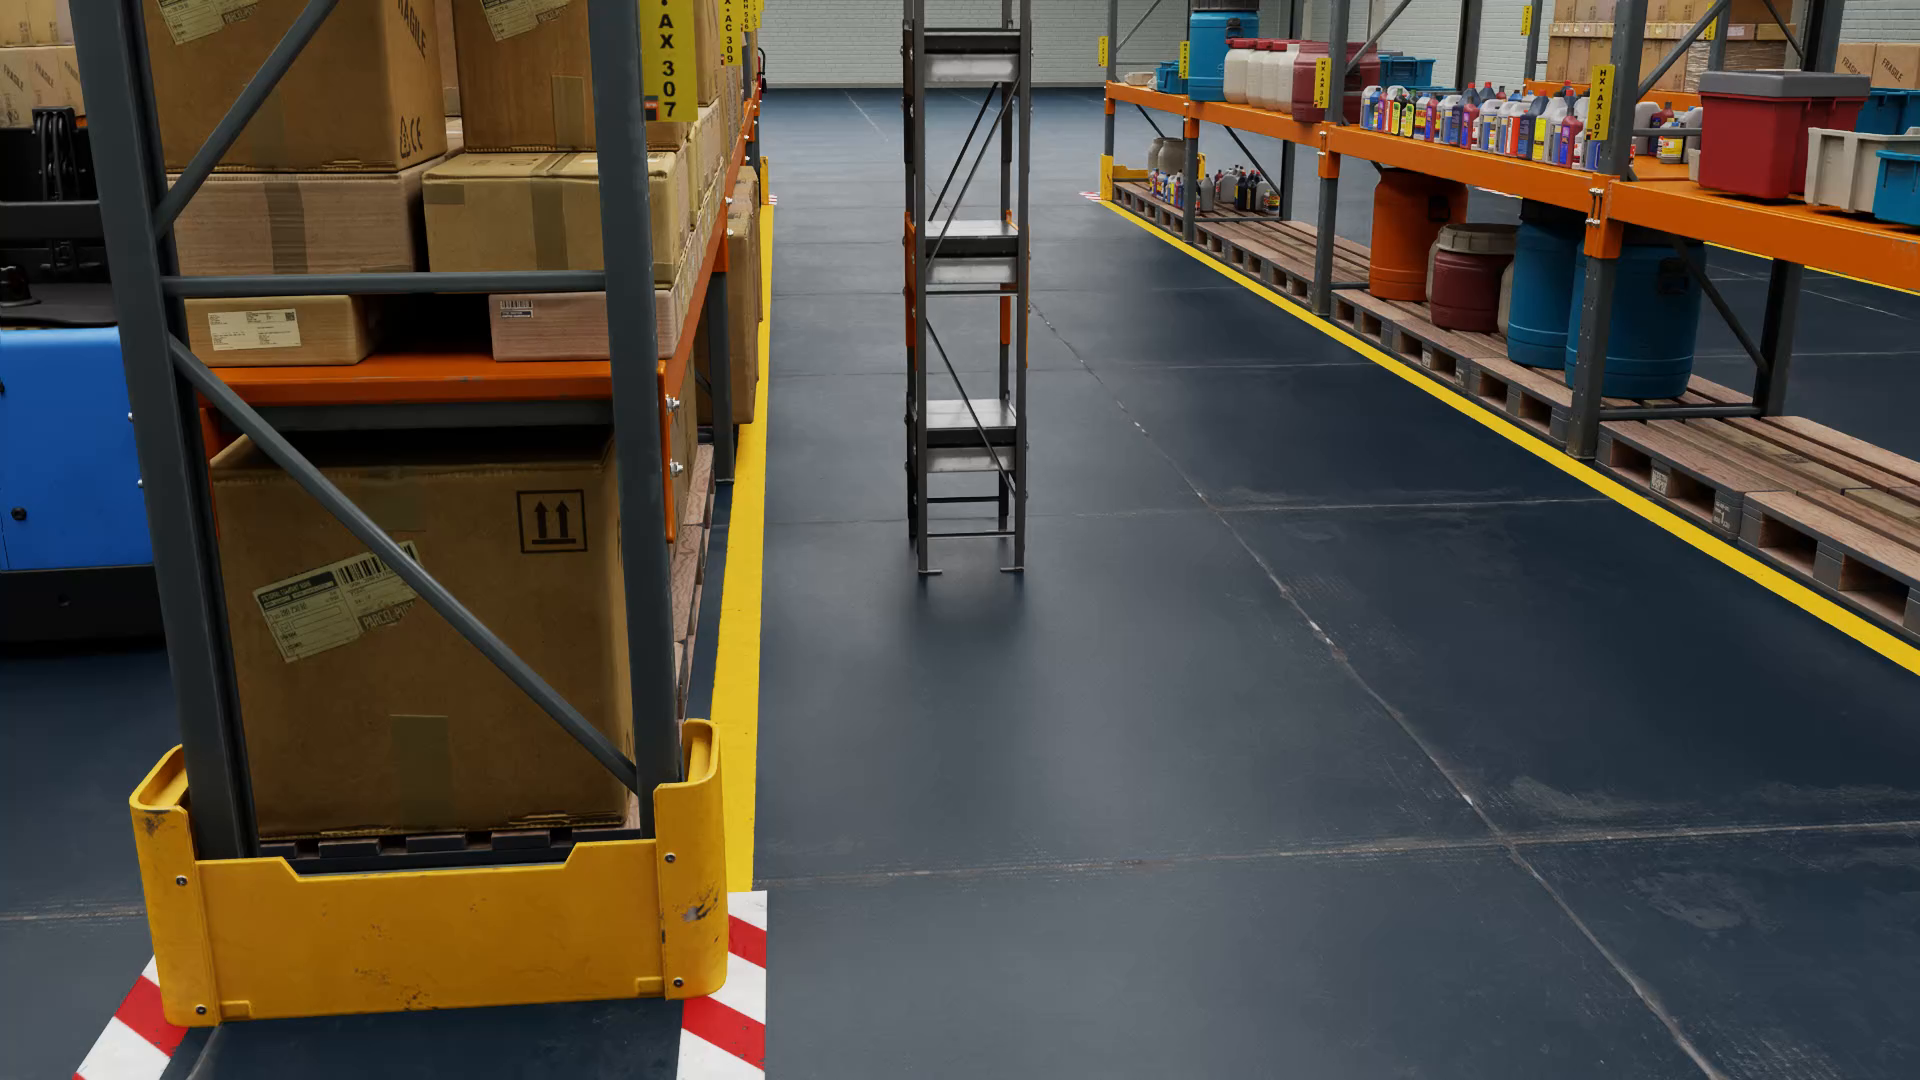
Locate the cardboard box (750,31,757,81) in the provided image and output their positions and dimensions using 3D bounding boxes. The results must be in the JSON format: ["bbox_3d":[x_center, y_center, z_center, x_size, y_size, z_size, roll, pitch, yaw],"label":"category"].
[{"bbox_3d":[-2.345,-4.544,15.480,0.875,0.500,0.500,-2,18,-6],"label":"cardboard box"}]

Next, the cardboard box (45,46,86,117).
[{"bbox_3d":[-6.809,-3.394,12.312,0.500,0.500,0.500,-2,18,-6],"label":"cardboard box"}]

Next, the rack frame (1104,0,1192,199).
[{"bbox_3d":[2.170,-5.413,18.912,1.000,3.000,0.127,-2,18,-6],"label":"rack frame"}]

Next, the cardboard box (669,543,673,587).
[{"bbox_3d":[-1.346,-0.139,4.959,0.875,0.875,0.875,-2,18,-6],"label":"cardboard box"}]

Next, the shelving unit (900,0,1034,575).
[{"bbox_3d":[0.017,-0.952,6.205,0.431,2.100,0.503,-2,18,-6],"label":"shelving unit"}]

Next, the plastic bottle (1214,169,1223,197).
[{"bbox_3d":[2.688,-3.714,17.300,0.061,0.283,0.133,-2,18,-6],"label":"plastic bottle"}]

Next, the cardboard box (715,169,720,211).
[{"bbox_3d":[-1.108,-1.331,6.329,0.380,0.149,0.250,-2,18,-7],"label":"cardboard box"}]

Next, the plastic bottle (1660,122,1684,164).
[{"bbox_3d":[3.579,-1.993,8.348,0.097,0.201,0.097,0,17,0],"label":"plastic bottle"}]

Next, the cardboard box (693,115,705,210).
[{"bbox_3d":[-1.055,-1.175,5.165,0.500,0.250,0.500,-2,18,-7],"label":"cardboard box"}]

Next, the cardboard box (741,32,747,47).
[{"bbox_3d":[-2.073,-3.805,12.914,0.797,0.503,0.637,0,17,0],"label":"cardboard box"}]

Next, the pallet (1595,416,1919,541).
[{"bbox_3d":[3.522,-0.290,7.248,1.003,0.211,1.213,-2,18,-6],"label":"pallet"}]

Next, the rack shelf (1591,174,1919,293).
[{"bbox_3d":[3.614,-0.899,5.734,1.077,0.370,4.000,-2,18,-6],"label":"rack shelf"}]

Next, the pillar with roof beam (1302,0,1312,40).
[{"bbox_3d":[5.581,-17.205,46.456,9.100,9.000,0.400,-2,18,-6],"label":"pillar with roof beam"}]

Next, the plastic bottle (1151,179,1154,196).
[{"bbox_3d":[2.058,-3.708,17.416,0.097,0.201,0.097,0,17,0],"label":"plastic bottle"}]

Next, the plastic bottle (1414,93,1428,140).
[{"bbox_3d":[2.788,-2.548,10.000,0.097,0.271,0.097,0,17,0],"label":"plastic bottle"}]

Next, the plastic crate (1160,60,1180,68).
[{"bbox_3d":[2.519,-5.203,18.489,0.499,0.251,0.616,-2,18,-6],"label":"plastic crate"}]

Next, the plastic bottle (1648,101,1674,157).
[{"bbox_3d":[3.703,-2.169,8.774,0.061,0.283,0.133,-2,18,-6],"label":"plastic bottle"}]

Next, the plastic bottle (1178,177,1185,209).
[{"bbox_3d":[2.210,-3.408,16.212,0.144,0.351,0.185,-3,18,-8],"label":"plastic bottle"}]

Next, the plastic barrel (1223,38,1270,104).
[{"bbox_3d":[2.463,-3.995,14.166,0.433,0.535,0.433,0,17,0],"label":"plastic barrel"}]

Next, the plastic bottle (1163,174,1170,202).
[{"bbox_3d":[2.114,-3.579,16.891,0.097,0.271,0.097,0,17,0],"label":"plastic bottle"}]

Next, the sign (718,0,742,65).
[{"bbox_3d":[-0.967,-2.154,6.951,0.100,0.325,0.005,-2,18,-6],"label":"sign"}]

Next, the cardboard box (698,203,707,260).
[{"bbox_3d":[-0.975,-0.948,5.107,0.380,0.149,0.250,-2,18,-7],"label":"cardboard box"}]

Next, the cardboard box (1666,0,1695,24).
[{"bbox_3d":[7.405,-5.323,16.291,0.700,0.500,0.500,-2,18,-6],"label":"cardboard box"}]

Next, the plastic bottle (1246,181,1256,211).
[{"bbox_3d":[2.819,-3.336,16.096,0.061,0.283,0.133,-2,18,-6],"label":"plastic bottle"}]

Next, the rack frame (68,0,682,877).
[{"bbox_3d":[-1.106,-0.493,3.241,1.000,3.000,0.127,-2,18,-6],"label":"rack frame"}]

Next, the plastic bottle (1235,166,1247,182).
[{"bbox_3d":[2.849,-3.604,16.836,0.144,0.351,0.185,-2,18,-6],"label":"plastic bottle"}]

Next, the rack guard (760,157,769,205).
[{"bbox_3d":[-2.749,-4.045,18.727,1.175,0.500,0.348,-2,18,-6],"label":"rack guard"}]

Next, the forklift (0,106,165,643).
[{"bbox_3d":[-3.283,-1.447,6.393,1.130,2.935,3.031,-3,18,-9],"label":"forklift"}]

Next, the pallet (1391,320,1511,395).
[{"bbox_3d":[3.241,-1.103,9.839,1.003,0.211,1.213,-2,18,-6],"label":"pallet"}]

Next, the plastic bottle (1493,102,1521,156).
[{"bbox_3d":[2.942,-2.186,8.838,0.152,0.276,0.135,-2,18,-6],"label":"plastic bottle"}]

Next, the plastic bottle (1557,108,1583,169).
[{"bbox_3d":[2.976,-1.957,8.099,0.061,0.283,0.133,-2,18,-6],"label":"plastic bottle"}]

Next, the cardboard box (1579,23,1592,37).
[{"bbox_3d":[7.002,-5.571,18.163,0.380,0.149,0.250,-2,18,-6],"label":"cardboard box"}]

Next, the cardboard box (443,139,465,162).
[{"bbox_3d":[-1.472,-0.851,4.134,0.500,0.250,0.500,-2,18,-7],"label":"cardboard box"}]

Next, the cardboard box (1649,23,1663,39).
[{"bbox_3d":[7.166,-5.108,16.691,0.380,0.149,0.250,-2,18,-6],"label":"cardboard box"}]

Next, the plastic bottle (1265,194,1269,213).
[{"bbox_3d":[2.975,-3.235,15.911,0.097,0.201,0.097,0,17,0],"label":"plastic bottle"}]

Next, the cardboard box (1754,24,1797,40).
[{"bbox_3d":[7.675,-4.817,15.762,0.380,0.149,0.250,-2,18,-6],"label":"cardboard box"}]

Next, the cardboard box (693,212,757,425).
[{"bbox_3d":[-1.605,-1.062,7.898,1.225,0.875,0.875,-2,18,-5],"label":"cardboard box"}]

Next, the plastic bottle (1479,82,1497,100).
[{"bbox_3d":[3.011,-2.451,9.560,0.144,0.351,0.185,-2,18,-6],"label":"plastic bottle"}]

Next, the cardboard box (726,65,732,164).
[{"bbox_3d":[-1.421,-2.176,8.435,0.500,0.500,0.500,-2,18,-7],"label":"cardboard box"}]

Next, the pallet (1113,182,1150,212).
[{"bbox_3d":[2.303,-3.820,18.491,1.003,0.211,1.213,-2,18,-6],"label":"pallet"}]

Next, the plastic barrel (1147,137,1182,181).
[{"bbox_3d":[2.314,-4.233,18.605,0.421,0.512,0.421,0,17,0],"label":"plastic barrel"}]

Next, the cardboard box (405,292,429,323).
[{"bbox_3d":[-1.524,-0.622,4.070,0.380,0.149,0.250,-2,18,-6],"label":"cardboard box"}]

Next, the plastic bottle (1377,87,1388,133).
[{"bbox_3d":[2.707,-2.736,10.579,0.061,0.283,0.133,-2,18,-6],"label":"plastic bottle"}]

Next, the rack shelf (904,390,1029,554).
[{"bbox_3d":[0.017,-0.272,6.419,0.431,0.518,0.480,-2,18,-6],"label":"rack shelf"}]

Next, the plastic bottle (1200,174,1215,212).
[{"bbox_3d":[2.373,-3.355,16.044,0.144,0.351,0.185,-2,18,-6],"label":"plastic bottle"}]

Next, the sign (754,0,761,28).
[{"bbox_3d":[-1.792,-4.639,14.513,0.100,0.325,0.005,-2,18,-6],"label":"sign"}]

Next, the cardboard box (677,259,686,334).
[{"bbox_3d":[-0.842,-0.566,3.891,0.380,0.149,0.250,-2,18,-6],"label":"cardboard box"}]

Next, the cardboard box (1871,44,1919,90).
[{"bbox_3d":[7.733,-3.729,13.380,0.500,0.500,0.500,-3,18,-9],"label":"cardboard box"}]

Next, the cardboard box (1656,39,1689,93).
[{"bbox_3d":[7.397,-4.710,16.505,0.700,0.500,0.500,-2,18,-6],"label":"cardboard box"}]

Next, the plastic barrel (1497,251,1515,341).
[{"bbox_3d":[3.326,-1.396,9.569,0.421,0.512,0.421,0,17,0],"label":"plastic barrel"}]

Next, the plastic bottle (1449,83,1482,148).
[{"bbox_3d":[2.874,-2.407,9.417,0.144,0.351,0.185,-2,18,-6],"label":"plastic bottle"}]

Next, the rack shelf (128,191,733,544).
[{"bbox_3d":[-1.312,-0.746,5.247,1.077,0.370,4.000,-2,18,-6],"label":"rack shelf"}]

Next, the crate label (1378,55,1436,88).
[{"bbox_3d":[3.162,-3.351,12.284,0.502,0.435,0.616,-2,18,-6],"label":"crate label"}]

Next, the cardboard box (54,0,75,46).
[{"bbox_3d":[-7.124,-4.019,12.634,0.700,0.500,0.500,-2,18,-5],"label":"cardboard box"}]

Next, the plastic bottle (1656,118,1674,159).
[{"bbox_3d":[3.696,-2.095,8.675,0.097,0.201,0.097,0,17,0],"label":"plastic bottle"}]

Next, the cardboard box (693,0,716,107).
[{"bbox_3d":[-1.158,-1.835,6.017,0.500,0.500,0.500,-2,18,-5],"label":"cardboard box"}]
